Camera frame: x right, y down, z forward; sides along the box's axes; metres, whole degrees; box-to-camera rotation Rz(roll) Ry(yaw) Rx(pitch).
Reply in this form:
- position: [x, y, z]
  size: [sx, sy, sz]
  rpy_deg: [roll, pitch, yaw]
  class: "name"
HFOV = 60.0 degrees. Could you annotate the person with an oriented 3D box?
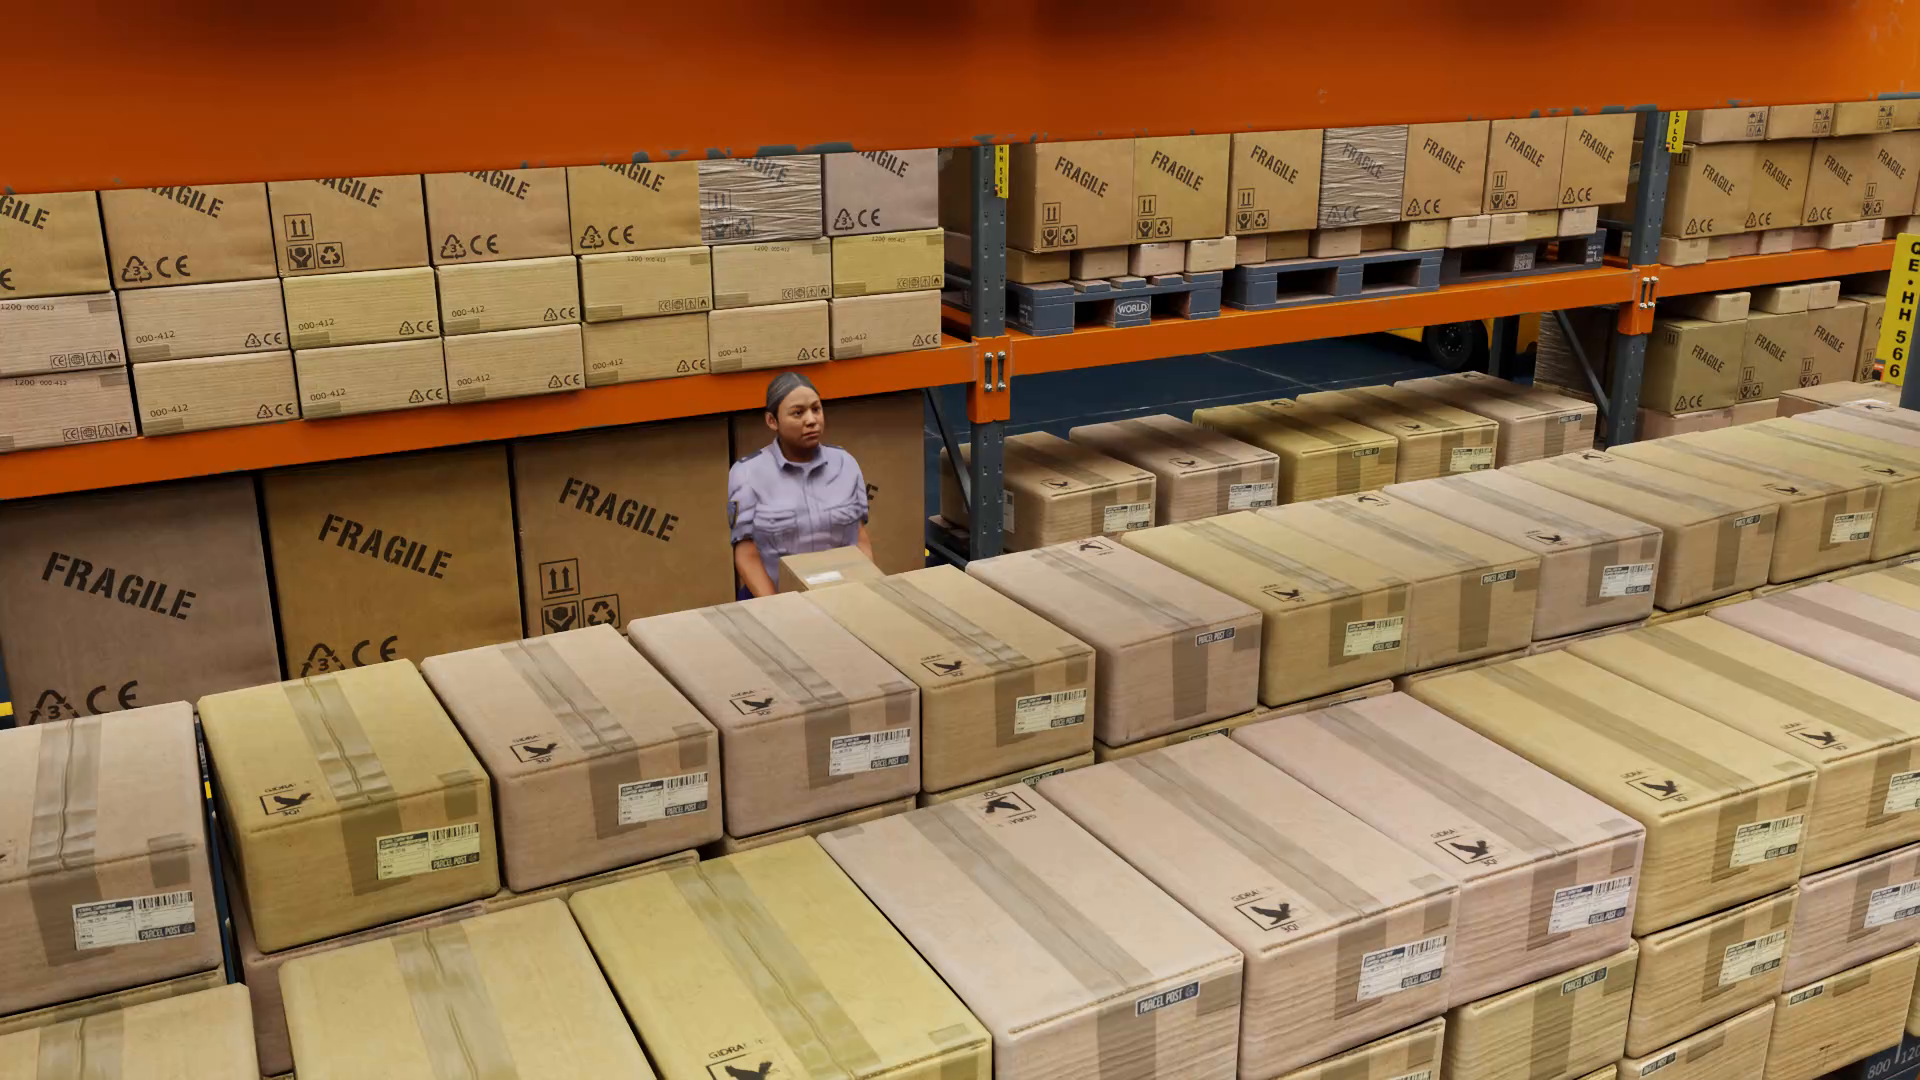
- position: [-0.460, 0.307, 5.190]
  size: [0.453, 1.637, 0.517]
  rpy_deg: [-9, 21, -26]
  class: "person"
